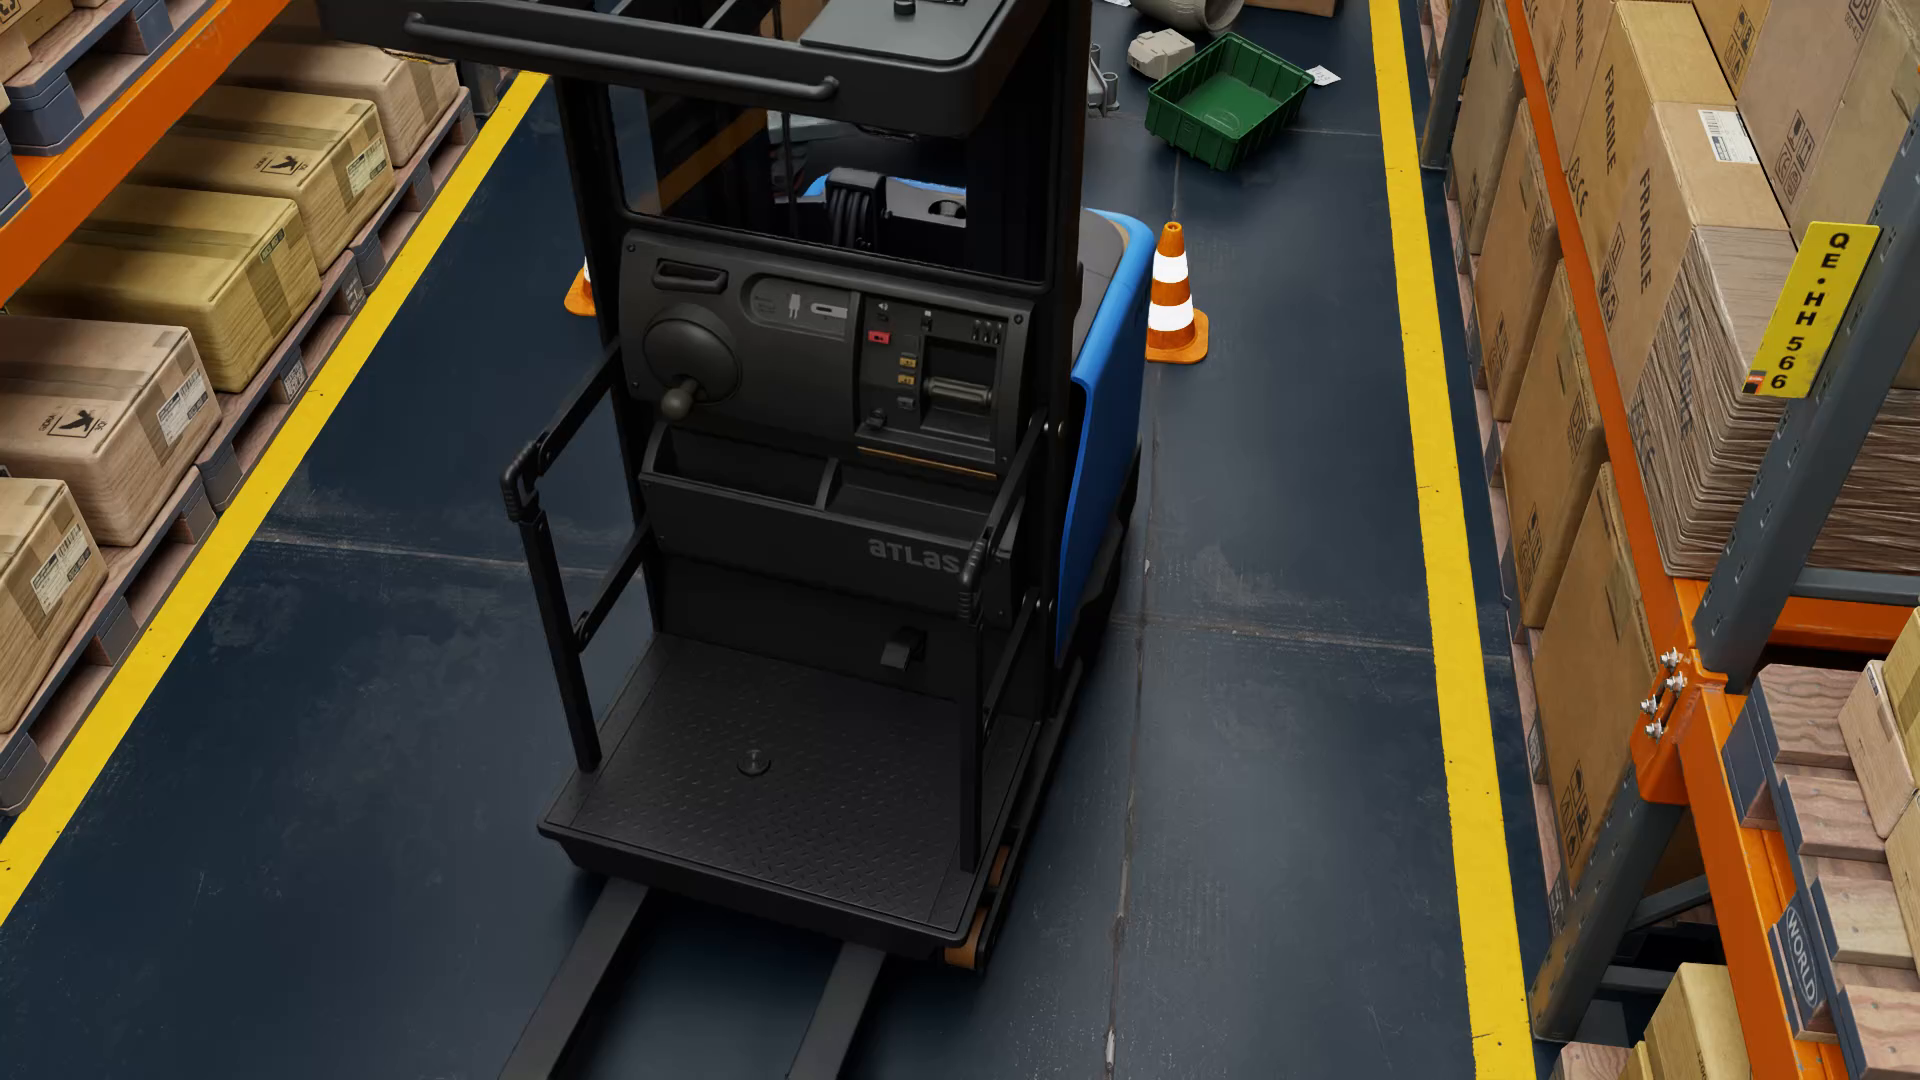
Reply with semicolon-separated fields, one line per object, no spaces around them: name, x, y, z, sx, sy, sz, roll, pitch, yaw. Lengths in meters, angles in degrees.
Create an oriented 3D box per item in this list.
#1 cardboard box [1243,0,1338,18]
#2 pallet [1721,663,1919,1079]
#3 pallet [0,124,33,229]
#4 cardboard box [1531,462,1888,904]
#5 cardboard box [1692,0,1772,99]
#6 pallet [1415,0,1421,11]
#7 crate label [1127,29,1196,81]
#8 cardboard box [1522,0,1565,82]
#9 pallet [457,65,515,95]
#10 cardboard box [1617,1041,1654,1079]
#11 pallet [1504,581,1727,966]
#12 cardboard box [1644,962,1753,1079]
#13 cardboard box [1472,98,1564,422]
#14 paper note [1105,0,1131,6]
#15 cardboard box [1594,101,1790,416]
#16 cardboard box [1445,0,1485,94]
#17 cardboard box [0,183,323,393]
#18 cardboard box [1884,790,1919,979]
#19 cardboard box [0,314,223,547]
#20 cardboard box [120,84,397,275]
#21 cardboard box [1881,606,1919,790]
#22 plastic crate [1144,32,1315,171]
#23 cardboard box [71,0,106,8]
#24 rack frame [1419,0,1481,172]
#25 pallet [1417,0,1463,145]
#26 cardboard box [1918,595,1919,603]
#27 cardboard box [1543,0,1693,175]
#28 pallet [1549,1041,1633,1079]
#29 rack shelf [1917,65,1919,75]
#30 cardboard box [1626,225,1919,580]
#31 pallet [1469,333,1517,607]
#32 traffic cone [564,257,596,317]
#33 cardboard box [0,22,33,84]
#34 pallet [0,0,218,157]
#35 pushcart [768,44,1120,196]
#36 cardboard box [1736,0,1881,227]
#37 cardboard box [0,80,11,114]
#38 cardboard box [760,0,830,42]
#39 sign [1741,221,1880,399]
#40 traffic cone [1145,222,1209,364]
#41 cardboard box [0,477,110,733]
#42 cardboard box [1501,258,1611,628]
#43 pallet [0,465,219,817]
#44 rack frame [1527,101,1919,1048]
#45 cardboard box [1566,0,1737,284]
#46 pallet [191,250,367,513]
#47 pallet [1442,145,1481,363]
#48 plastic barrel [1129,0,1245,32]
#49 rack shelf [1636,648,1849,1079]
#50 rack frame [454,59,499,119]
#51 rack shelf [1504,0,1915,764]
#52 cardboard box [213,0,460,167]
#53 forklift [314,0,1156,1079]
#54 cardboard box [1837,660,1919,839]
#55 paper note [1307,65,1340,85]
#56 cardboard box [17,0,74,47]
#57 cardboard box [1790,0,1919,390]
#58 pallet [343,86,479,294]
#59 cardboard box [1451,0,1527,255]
cardboard box;1.593;-2.856;7.901;0.500;0.500;0.500;12;45;13
pallet;1.888;0.680;2.490;1.213;0.211;1.003;5;44;6
pallet;-3.055;-0.692;3.939;1.213;0.211;1.003;5;44;6
cardboard box;2.046;0.372;4.006;1.050;0.750;0.750;5;44;5
cardboard box;2.077;-1.285;3.625;0.700;0.500;0.500;5;44;5
pallet;2.742;-2.944;8.206;1.003;0.211;1.213;5;44;6
crate label;0.905;-2.173;7.446;0.298;0.136;0.250;-24;48;-23
cardboard box;1.934;-1.629;4.716;0.500;0.500;0.500;5;44;5
pallet;-2.461;-2.441;7.674;1.003;0.211;1.213;5;44;6
cardboard box;1.530;1.329;3.178;0.500;0.500;0.500;4;44;4
pallet;2.055;0.597;4.466;1.003;0.211;1.213;5;44;6
cardboard box;1.545;1.045;2.932;0.500;0.250;0.500;3;44;4
cardboard box;2.281;-0.859;5.306;1.050;0.750;0.750;5;44;6
paper note;0.771;-2.622;8.003;0.172;0.023;0.155;20;47;20
cardboard box;1.737;-0.593;3.622;0.500;0.500;0.500;5;44;6
cardboard box;2.558;-2.415;6.859;0.875;0.875;0.875;6;44;6
cardboard box;-2.764;-0.869;5.592;0.950;0.372;0.625;7;44;7
cardboard box;1.581;0.523;2.394;0.380;0.149;0.250;7;44;8
cardboard box;-2.869;-0.353;5.047;0.950;0.372;0.625;4;44;5
cardboard box;-2.673;-1.343;6.093;0.950;0.372;0.625;8;44;8
cardboard box;1.613;0.256;2.459;0.380;0.149;0.250;7;44;7
plastic crate;1.130;-1.849;7.024;0.450;0.188;0.662;35;53;18
cardboard box;-2.555;-1.630;4.667;0.380;0.149;0.250;7;44;7
rack frame;2.405;-2.612;5.826;1.000;3.000;0.127;5;44;6
pallet;2.583;-2.110;7.325;1.003;0.211;1.213;5;44;6
cardboard box;1.623;0.138;2.368;0.380;0.149;0.250;5;44;6
cardboard box;1.867;-1.283;4.351;0.500;0.500;0.500;6;44;6
pallet;1.772;1.659;3.344;1.003;0.211;1.213;5;44;6
rack shelf;2.141;-2.077;3.603;1.077;0.370;4.000;5;44;6
cardboard box;1.670;-0.253;3.263;0.500;0.500;0.500;5;44;6
pallet;2.219;-0.232;5.342;1.003;0.211;1.213;5;44;6
traffic cone;-1.291;-1.099;6.074;0.336;0.463;0.334;5;44;6
cardboard box;-2.652;-1.261;4.278;0.380;0.149;0.250;8;44;8
pallet;-2.823;-1.550;4.845;1.003;0.211;1.213;5;44;6
pushcart;-0.248;-1.867;6.948;1.648;0.377;0.936;-9;44;-9
cardboard box;2.011;-0.935;3.256;0.700;0.500;0.500;5;44;5
cardboard box;-2.607;-1.090;4.097;0.380;0.149;0.250;5;44;6
cardboard box;-0.746;-2.219;6.679;0.500;0.500;0.500;5;44;6
sign;1.326;-0.354;2.600;0.100;0.325;0.005;5;44;6
traffic cone;0.731;-0.914;5.878;0.336;0.463;0.334;5;44;6
cardboard box;-2.959;0.151;4.515;0.950;0.372;0.625;3;43;3
cardboard box;2.158;-0.224;4.636;1.050;0.750;0.750;6;44;6
pallet;-2.939;0.214;4.871;1.003;0.211;1.213;5;44;6
rack frame;1.876;0.114;2.947;1.000;3.000;0.127;5;44;6
cardboard box;1.803;-0.934;3.982;0.500;0.500;0.500;5;44;5
pallet;-2.775;-0.616;5.747;1.003;0.211;1.213;5;44;6
pallet;2.378;-1.066;6.223;1.003;0.211;1.213;5;44;6
plastic barrel;1.035;-2.589;7.676;0.421;0.421;0.512;-32;52;-29
rack shelf;1.612;1.739;1.755;1.077;0.370;4.000;5;44;6
rack frame;-2.515;-2.993;6.229;1.000;3.000;0.127;5;44;6
rack shelf;2.141;-0.987;4.634;1.077;0.370;4.000;5;44;6
cardboard box;-2.582;-1.833;6.610;0.950;0.372;0.625;6;44;6
forklift;-0.368;-0.317;3.453;1.130;2.935;3.031;12;45;13
cardboard box;1.617;0.340;2.587;0.380;0.149;0.250;5;44;5
paper note;1.596;-2.074;7.418;0.147;0.020;0.142;-24;48;-23
cardboard box;-2.654;-1.457;4.485;0.380;0.149;0.250;7;44;7
cardboard box;1.946;-0.590;2.891;0.700;0.500;0.500;5;44;5
pallet;-2.616;-1.449;6.627;1.003;0.211;1.213;5;44;6
cardboard box;2.412;-1.516;6.000;1.050;0.750;0.750;5;44;5
